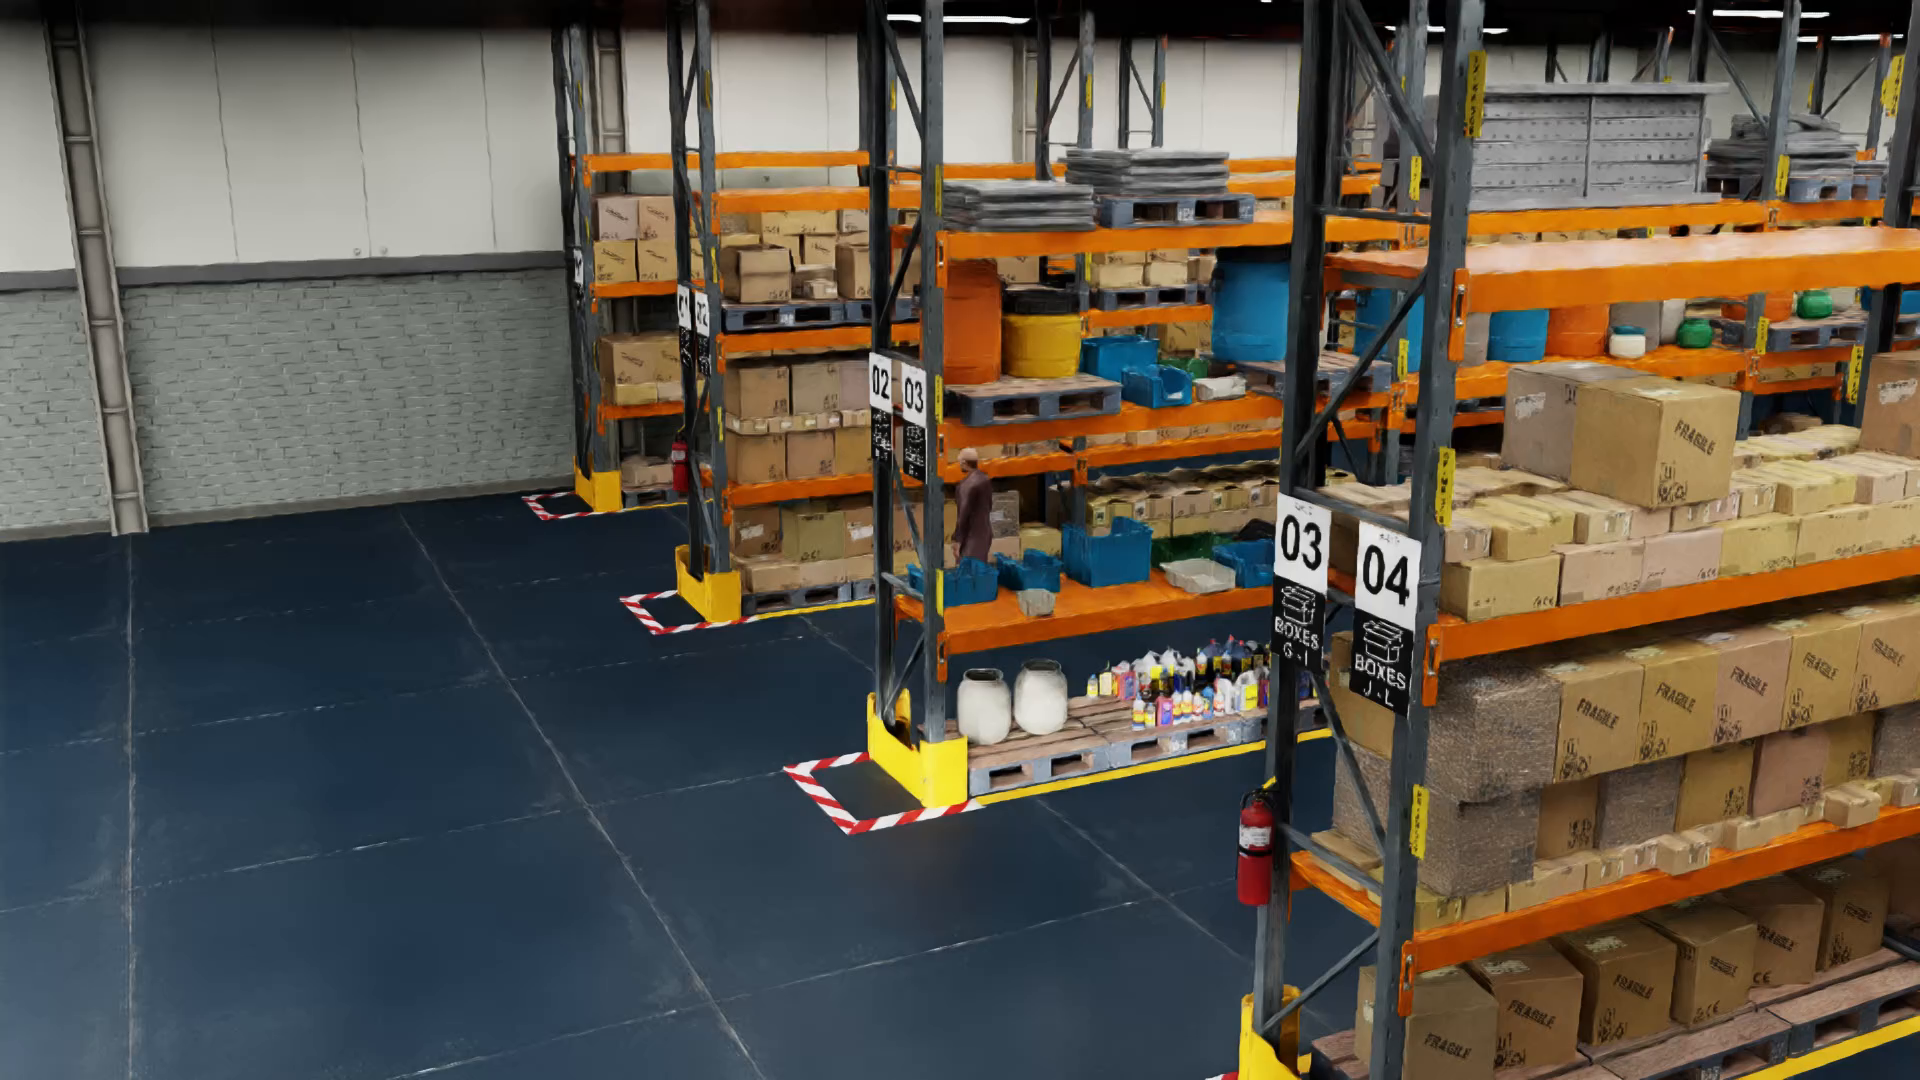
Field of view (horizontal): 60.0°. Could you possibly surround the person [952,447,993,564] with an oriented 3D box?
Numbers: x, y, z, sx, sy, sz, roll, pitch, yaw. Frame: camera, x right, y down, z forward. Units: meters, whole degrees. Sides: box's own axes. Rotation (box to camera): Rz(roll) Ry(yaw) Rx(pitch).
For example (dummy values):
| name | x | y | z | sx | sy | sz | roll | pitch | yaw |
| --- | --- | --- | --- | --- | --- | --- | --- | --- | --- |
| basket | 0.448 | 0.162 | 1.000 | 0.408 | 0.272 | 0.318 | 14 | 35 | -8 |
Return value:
| name | x | y | z | sx | sy | sz | roll | pitch | yaw |
| --- | --- | --- | --- | --- | --- | --- | --- | --- | --- |
| person | 0.123 | -0.018 | 16.031 | 0.433 | 1.759 | 0.903 | 4 | 15 | 15 |
